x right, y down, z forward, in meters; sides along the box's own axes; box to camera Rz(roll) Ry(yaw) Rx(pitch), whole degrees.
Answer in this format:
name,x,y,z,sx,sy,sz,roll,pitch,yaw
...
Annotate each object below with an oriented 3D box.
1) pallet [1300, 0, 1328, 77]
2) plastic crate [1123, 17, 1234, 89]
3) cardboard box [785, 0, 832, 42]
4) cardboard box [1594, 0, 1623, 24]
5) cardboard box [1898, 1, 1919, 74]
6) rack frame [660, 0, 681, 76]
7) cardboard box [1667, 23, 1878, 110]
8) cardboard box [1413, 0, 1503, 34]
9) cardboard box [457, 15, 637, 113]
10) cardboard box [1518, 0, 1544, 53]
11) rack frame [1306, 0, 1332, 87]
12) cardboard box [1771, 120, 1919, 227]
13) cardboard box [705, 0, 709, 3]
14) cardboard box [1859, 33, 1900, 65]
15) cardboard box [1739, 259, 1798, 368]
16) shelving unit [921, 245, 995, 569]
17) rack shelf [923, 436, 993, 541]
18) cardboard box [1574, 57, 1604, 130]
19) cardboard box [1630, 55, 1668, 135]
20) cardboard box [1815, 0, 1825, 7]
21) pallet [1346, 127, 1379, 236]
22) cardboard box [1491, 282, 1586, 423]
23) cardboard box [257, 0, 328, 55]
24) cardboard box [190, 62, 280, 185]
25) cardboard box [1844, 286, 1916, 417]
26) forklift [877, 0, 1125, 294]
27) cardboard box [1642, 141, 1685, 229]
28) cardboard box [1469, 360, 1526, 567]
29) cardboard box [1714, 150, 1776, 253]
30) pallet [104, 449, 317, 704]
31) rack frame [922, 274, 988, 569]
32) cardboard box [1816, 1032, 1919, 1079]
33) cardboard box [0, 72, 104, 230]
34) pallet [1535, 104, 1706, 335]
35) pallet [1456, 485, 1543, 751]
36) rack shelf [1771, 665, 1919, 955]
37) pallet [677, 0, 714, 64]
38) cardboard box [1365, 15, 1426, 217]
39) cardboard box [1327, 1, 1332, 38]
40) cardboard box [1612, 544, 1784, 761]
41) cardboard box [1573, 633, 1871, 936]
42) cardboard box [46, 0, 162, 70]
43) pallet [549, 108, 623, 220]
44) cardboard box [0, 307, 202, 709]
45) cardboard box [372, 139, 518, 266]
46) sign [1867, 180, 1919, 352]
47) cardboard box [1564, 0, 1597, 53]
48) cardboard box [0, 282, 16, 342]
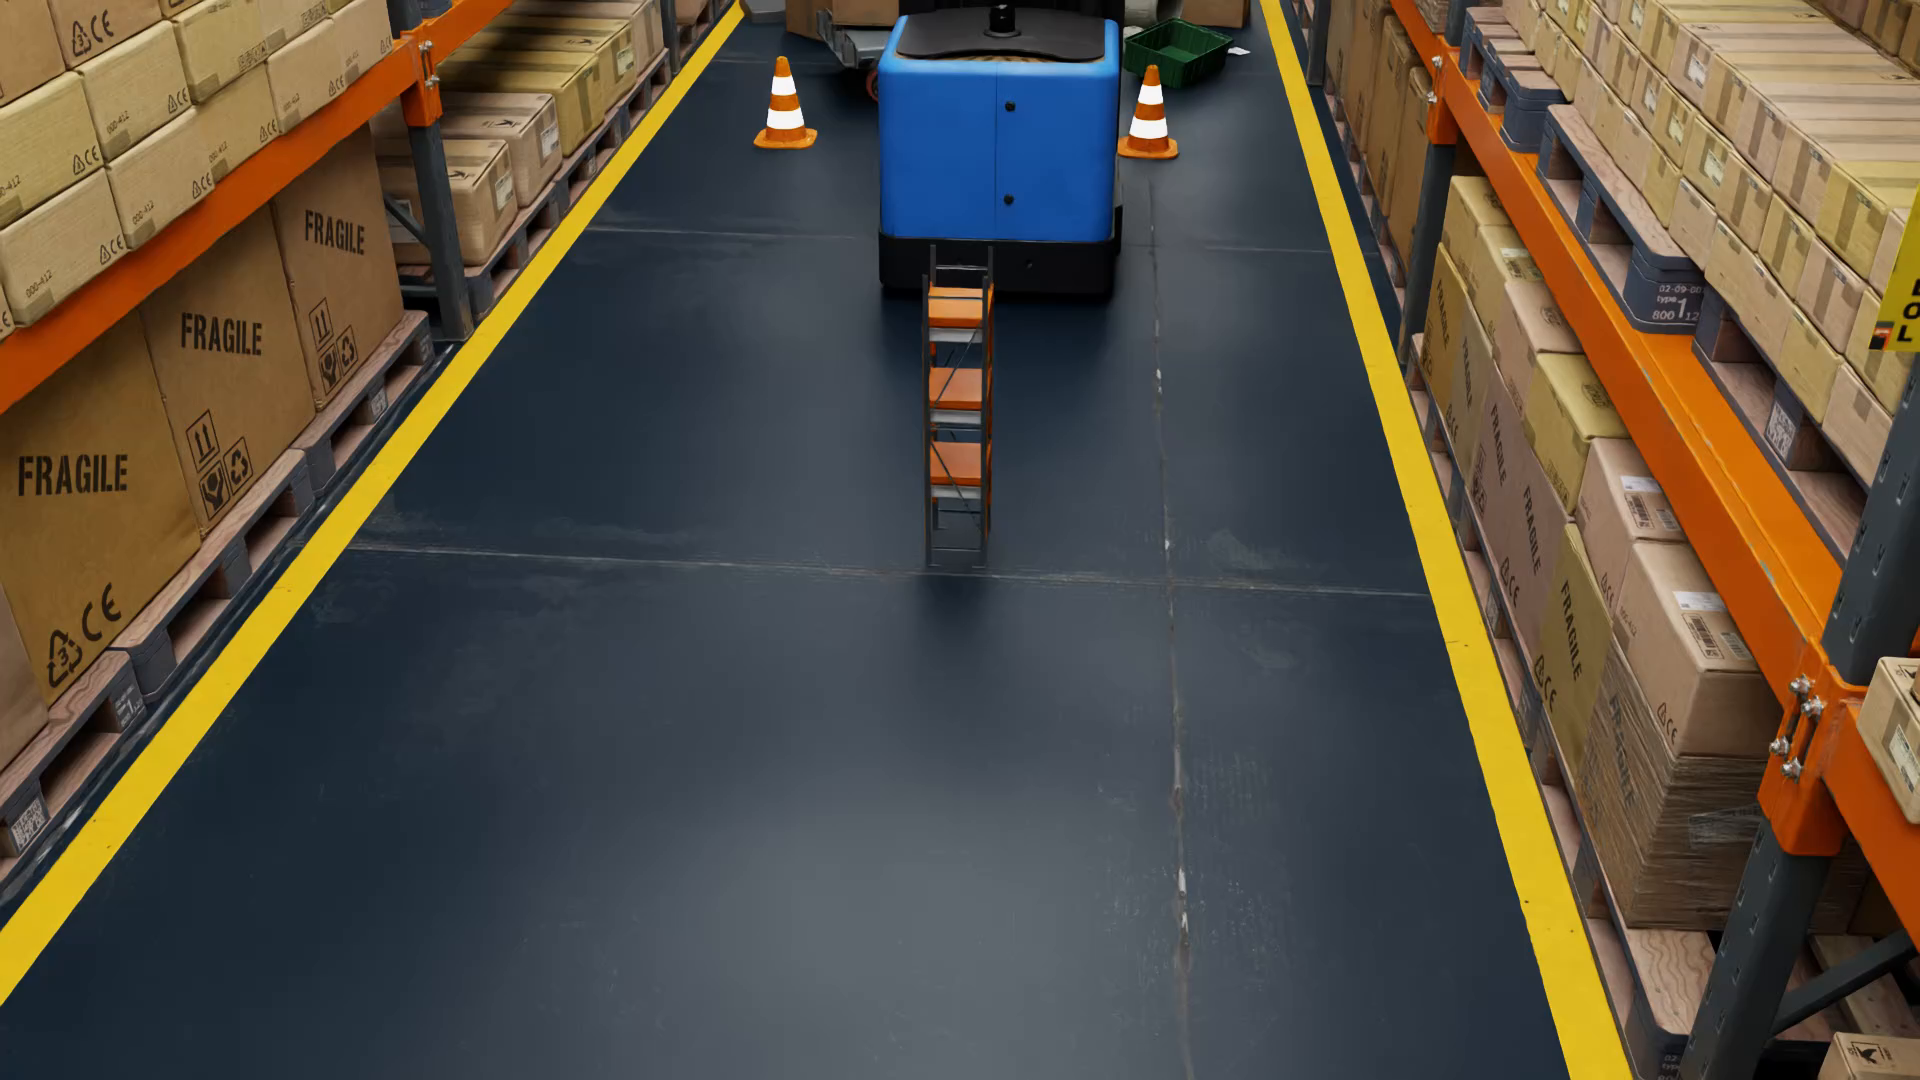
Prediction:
name,x,y,z,sx,sy,sz,roll,pitch,yaw
pallet,2.800,-3.307,10.915,1.003,0.211,1.213,2,32,4
plastic crate,1.369,-3.074,10.505,0.450,0.188,0.662,29,41,23
cardboard box,-0.838,-3.698,11.271,0.500,0.500,0.500,27,41,37
cardboard box,2.018,-1.551,4.680,0.380,0.149,0.250,4,32,6
cardboard box,2.622,-1.245,4.184,0.380,0.149,0.250,3,32,5
rack frame,-2.282,-4.259,9.801,1.000,3.000,0.127,2,32,4
cardboard box,1.954,-1.142,4.015,0.380,0.149,0.250,1,32,2
cardboard box,2.104,-2.298,6.524,0.500,0.500,0.500,2,32,4
cardboard box,-2.377,-2.668,9.325,0.950,0.372,0.625,4,32,7
cardboard box,2.075,-1.715,5.512,0.380,0.149,0.250,4,32,6
rack frame,2.660,-4.100,9.544,1.000,3.000,0.127,2,32,4
cardboard box,1.891,-0.736,3.357,0.380,0.149,0.250,1,32,2
cardboard box,-1.932,-3.843,11.348,0.500,0.250,0.500,4,32,7
cardboard box,2.645,-1.254,4.482,0.380,0.149,0.250,3,32,5
cardboard box,1.887,-0.471,3.494,0.380,0.149,0.250,2,32,4
shelving unit,-0.004,-0.419,5.429,0.215,1.050,0.252,2,32,4
rack shelf,-0.004,-0.173,5.581,0.215,0.259,0.240,2,32,4
cardboard box,2.014,-1.293,4.828,0.380,0.149,0.250,3,32,6
cardboard box,1.974,-1.148,4.309,0.380,0.149,0.250,4,32,6
cardboard box,2.689,-1.650,4.840,0.380,0.149,0.250,3,32,5
pallet,2.576,-1.866,8.577,1.003,0.211,1.213,2,32,4
cardboard box,1.943,-0.569,5.081,0.500,0.250,0.500,3,32,4
cardboard box,-2.432,-1.784,5.451,0.500,0.250,0.500,2,32,3
cardboard box,-2.473,-1.297,5.139,0.500,0.250,0.500,2,32,3
cardboard box,1.844,-0.332,2.985,0.380,0.149,0.250,3,32,5
forklift,0.267,-3.088,7.967,1.130,2.935,3.031,2,32,4
cardboard box,1.947,-0.886,4.168,0.380,0.149,0.250,4,32,6
cardboard box,1.948,-0.232,5.250,0.500,0.500,0.500,2,32,3
cardboard box,1.906,-0.742,3.651,0.380,0.149,0.250,1,32,2
pallet,-2.849,0.065,5.443,1.003,0.211,1.213,2,32,4
rack frame,-0.014,-0.355,5.326,0.200,1.050,0.008,2,32,4
cardboard box,1.774,1.036,2.960,0.380,0.149,0.250,4,32,6
cardboard box,-2.534,-0.979,4.146,0.500,0.250,0.500,3,32,5
pallet,2.214,-0.890,4.518,1.003,0.211,1.213,2,32,4
pallet,2.168,0.224,5.186,1.003,0.211,1.213,2,32,4
rack shelf,1.846,1.435,1.248,1.077,0.370,4.000,2,32,4
pallet,-2.262,-3.424,11.105,1.003,0.211,1.213,2,32,4
cardboard box,2.542,-2.001,7.882,1.050,0.750,0.750,3,32,5
cardboard box,2.781,-3.700,10.520,0.875,0.875,0.875,3,32,5
cardboard box,1.818,0.249,3.754,0.500,0.250,0.500,2,32,3
cardboard box,1.818,0.571,3.947,0.500,0.500,0.500,2,32,3
cardboard box,-2.518,-1.561,4.376,0.500,0.500,0.500,2,32,3
pallet,-2.440,-2.025,8.834,1.003,0.211,1.213,2,32,4
cardboard box,-2.896,-0.150,4.759,0.875,0.875,0.875,3,32,5
cardboard box,-2.551,-1.522,7.465,0.950,0.372,0.625,0,32,1
sign,1.455,-0.431,2.487,0.100,0.325,0.005,2,32,4
cardboard box,2.036,-1.549,4.960,0.380,0.149,0.250,3,32,4
cardboard box,-2.593,-0.501,3.847,0.500,0.250,0.500,2,32,3
